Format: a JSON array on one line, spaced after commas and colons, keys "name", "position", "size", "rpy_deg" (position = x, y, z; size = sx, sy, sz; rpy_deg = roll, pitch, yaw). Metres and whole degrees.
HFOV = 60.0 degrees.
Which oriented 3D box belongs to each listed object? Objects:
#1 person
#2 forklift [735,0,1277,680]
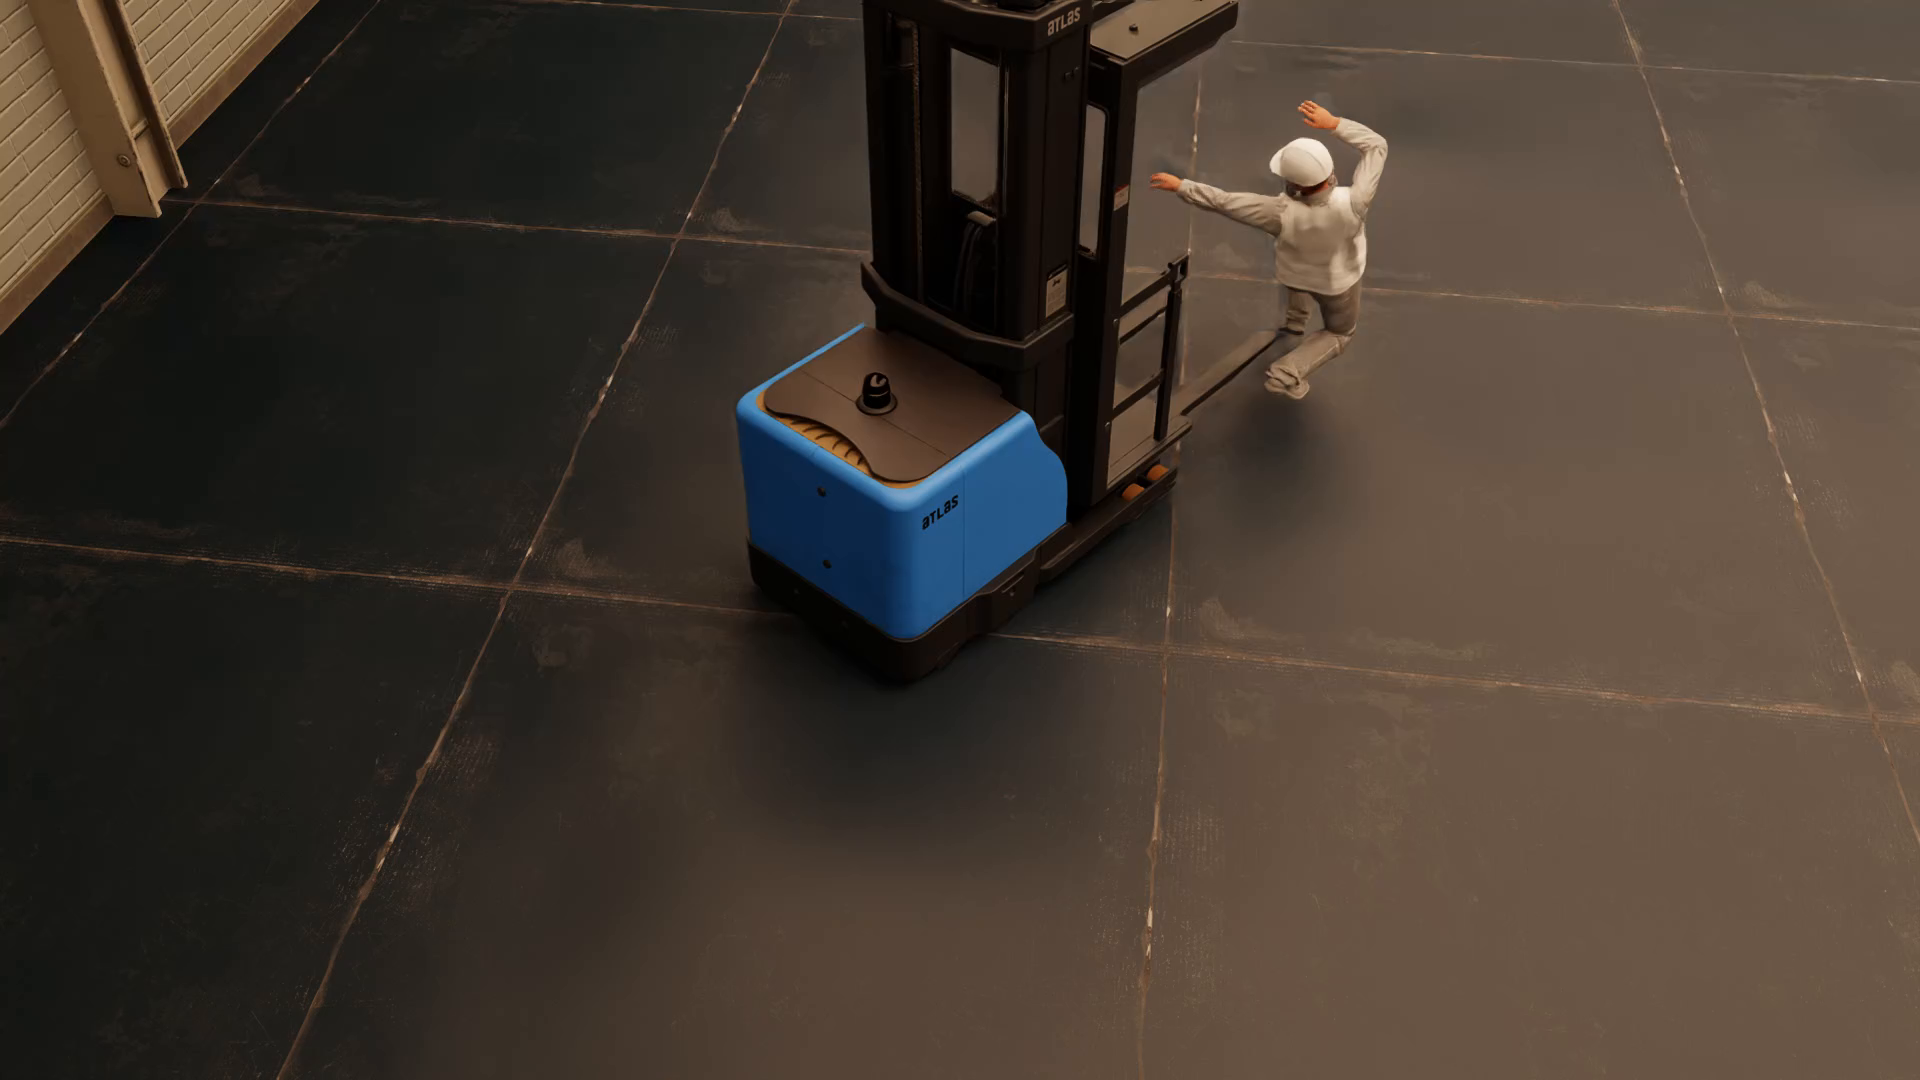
[{"name": "person", "position": [1.536, -1.535, 8.359], "size": [1.055, 1.520, 0.882], "rpy_deg": [19, 46, 19]}, {"name": "forklift", "position": [0.405, -1.391, 7.238], "size": [1.130, 2.935, 3.031], "rpy_deg": [31, 51, 30]}]
